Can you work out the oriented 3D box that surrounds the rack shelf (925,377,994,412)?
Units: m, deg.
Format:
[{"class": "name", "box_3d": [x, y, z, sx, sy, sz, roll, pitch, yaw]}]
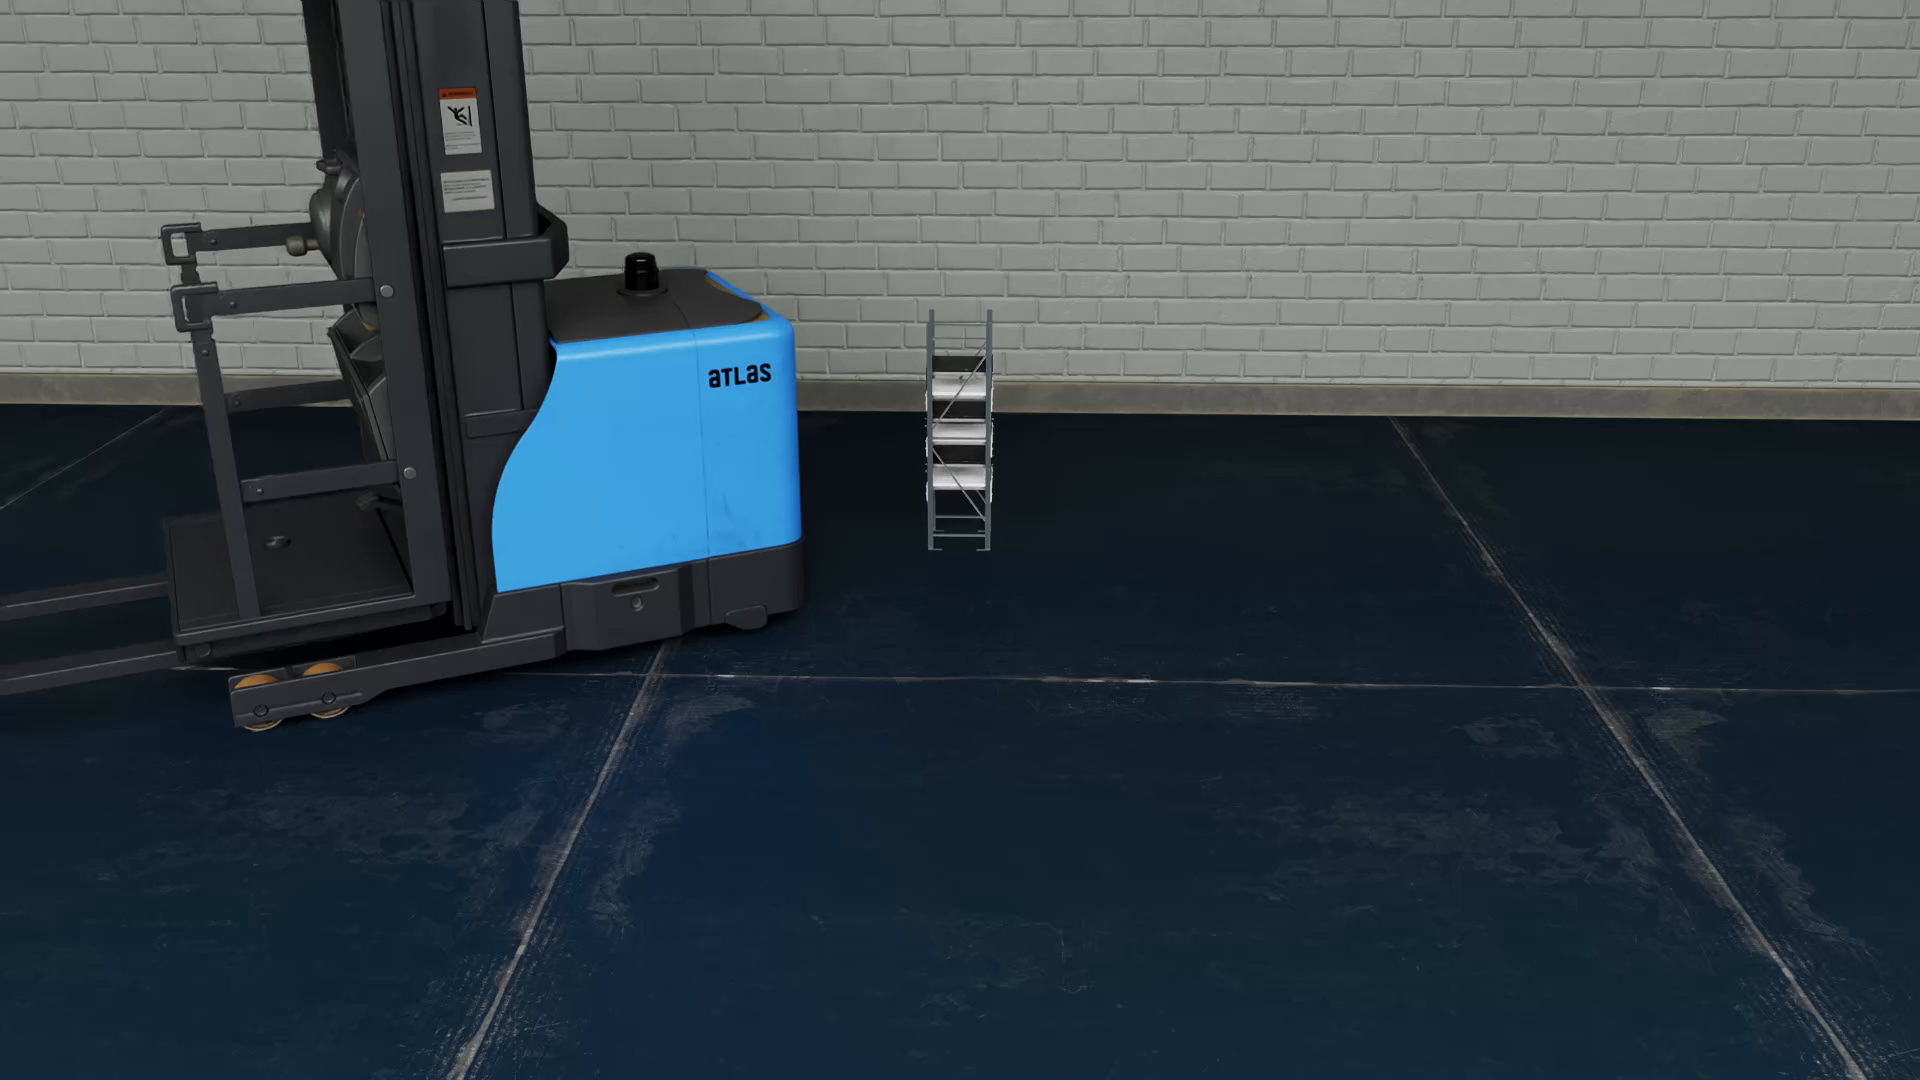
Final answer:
[{"class": "rack shelf", "box_3d": [0.000, -0.553, 6.306, 0.258, 0.077, 0.200, 1, 21, 2]}]

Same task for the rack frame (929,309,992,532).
[{"class": "rack frame", "box_3d": [0.003, -0.453, 6.453, 0.240, 0.900, 0.006, 1, 21, 2]}]

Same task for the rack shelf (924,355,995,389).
[{"class": "rack shelf", "box_3d": [0.000, -0.637, 6.273, 0.258, 0.077, 0.200, 1, 21, 2]}]

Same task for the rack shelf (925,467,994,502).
[{"class": "rack shelf", "box_3d": [0.000, -0.218, 6.436, 0.258, 0.077, 0.200, 1, 21, 2]}]

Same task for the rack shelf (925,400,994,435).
[{"class": "rack shelf", "box_3d": [0.000, -0.469, 6.338, 0.258, 0.077, 0.200, 1, 21, 2]}]

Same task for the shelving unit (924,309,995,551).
[{"class": "shelving unit", "box_3d": [0.000, -0.417, 6.359, 0.258, 0.900, 0.210, 1, 21, 2]}]

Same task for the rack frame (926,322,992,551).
[{"class": "rack frame", "box_3d": [-0.003, -0.380, 6.264, 0.240, 0.900, 0.006, 1, 21, 2]}]

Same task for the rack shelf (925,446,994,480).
[{"class": "rack shelf", "box_3d": [0.000, -0.302, 6.403, 0.258, 0.077, 0.200, 1, 21, 2]}]

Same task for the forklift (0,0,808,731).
[{"class": "forklift", "box_3d": [-2.086, -1.006, 5.070, 3.031, 2.935, 1.130, -10, 23, -24]}]

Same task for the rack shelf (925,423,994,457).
[{"class": "rack shelf", "box_3d": [0.000, -0.386, 6.371, 0.258, 0.077, 0.200, 1, 21, 2]}]
